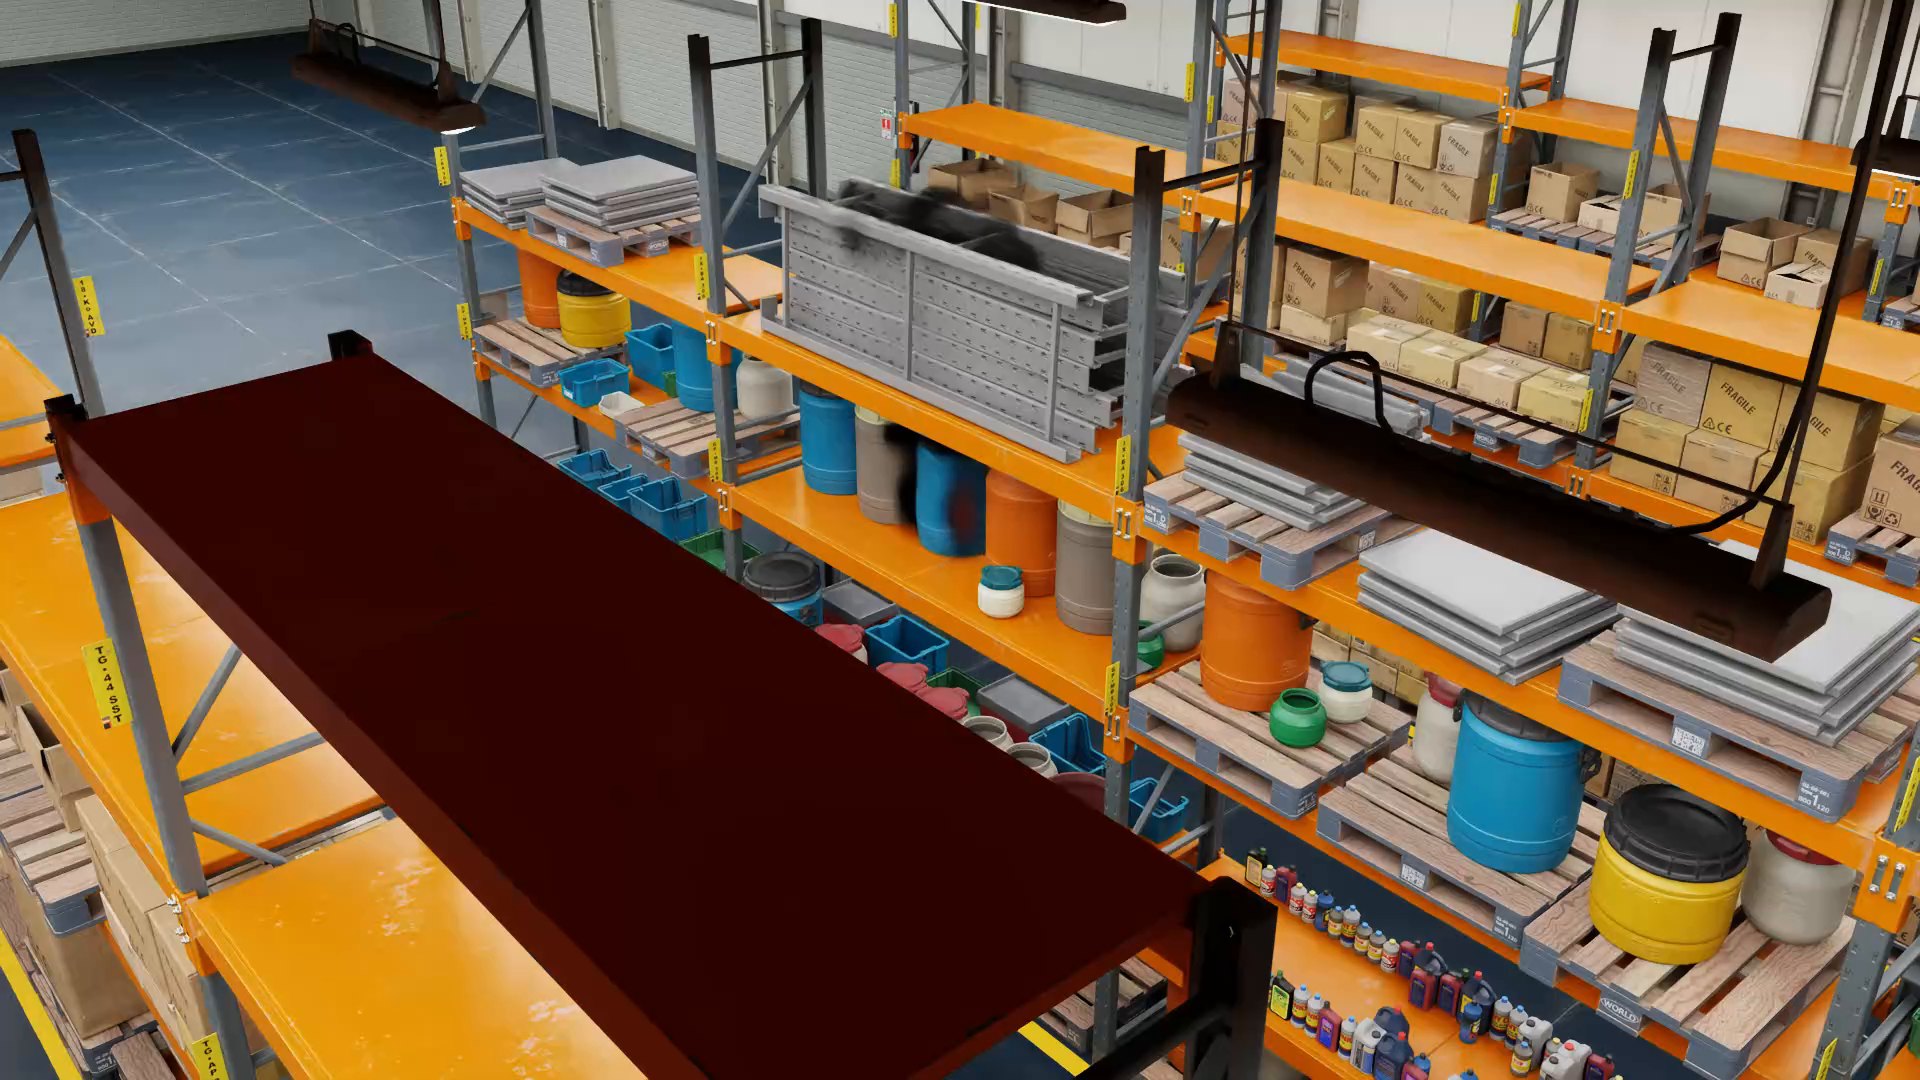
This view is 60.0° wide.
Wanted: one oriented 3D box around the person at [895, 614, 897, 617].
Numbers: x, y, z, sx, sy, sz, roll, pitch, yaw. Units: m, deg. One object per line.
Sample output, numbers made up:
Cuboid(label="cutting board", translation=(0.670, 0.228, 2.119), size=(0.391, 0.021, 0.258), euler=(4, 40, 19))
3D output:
Cuboid(label="person", translation=(-0.821, -0.064, 15.126), size=(0.718, 1.823, 0.850), euler=(-24, 36, -39))
